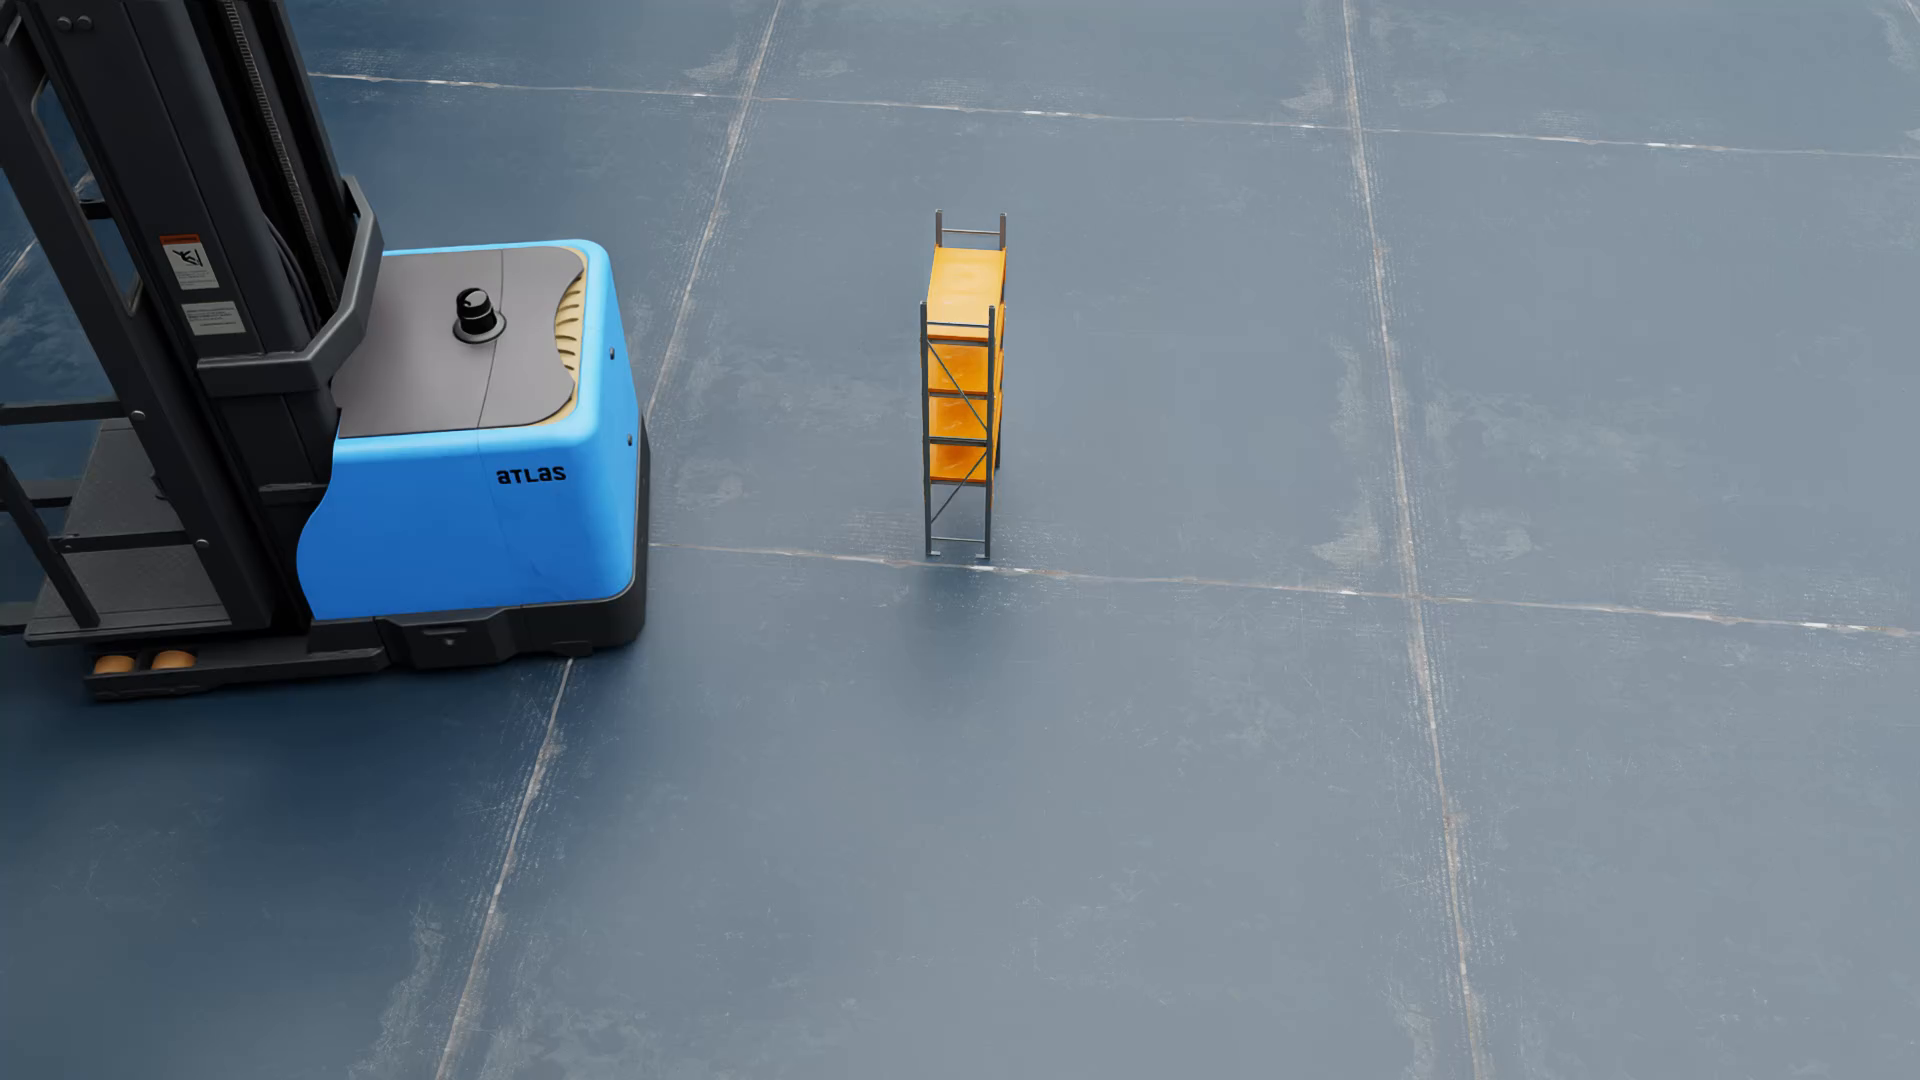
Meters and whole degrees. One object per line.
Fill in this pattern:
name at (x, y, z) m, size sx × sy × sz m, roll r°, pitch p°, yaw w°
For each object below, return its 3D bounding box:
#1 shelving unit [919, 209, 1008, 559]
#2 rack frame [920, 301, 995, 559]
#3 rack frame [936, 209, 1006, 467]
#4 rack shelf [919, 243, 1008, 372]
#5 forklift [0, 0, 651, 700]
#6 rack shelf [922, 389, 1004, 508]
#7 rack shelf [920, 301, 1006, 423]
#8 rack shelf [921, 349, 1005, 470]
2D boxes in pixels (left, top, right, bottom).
shelving unit at (0.015, -0.527, 5.919) m, size 0.258 × 1.200 × 0.503 m, roll 4°, pitch 48°, yaw 4°
rack frame at (-0.007, -0.347, 5.755) m, size 0.240 × 1.200 × 0.015 m, roll 4°, pitch 48°, yaw 4°
rack frame at (0.037, -0.706, 6.082) m, size 0.240 × 1.200 × 0.015 m, roll 4°, pitch 48°, yaw 4°
rack shelf at (0.015, -0.792, 5.629) m, size 0.258 × 0.148 × 0.480 m, roll 4°, pitch 48°, yaw 4°
forklift at (-2.666, -0.850, 5.042) m, size 3.031 × 2.935 × 1.130 m, roll -4°, pitch 48°, yaw -4°
rack shelf at (0.015, -0.347, 6.115) m, size 0.258 × 0.148 × 0.480 m, roll 4°, pitch 48°, yaw 4°
rack shelf at (0.015, -0.632, 5.803) m, size 0.258 × 0.148 × 0.480 m, roll 4°, pitch 48°, yaw 4°
rack shelf at (0.015, -0.481, 5.968) m, size 0.258 × 0.148 × 0.480 m, roll 4°, pitch 48°, yaw 4°
